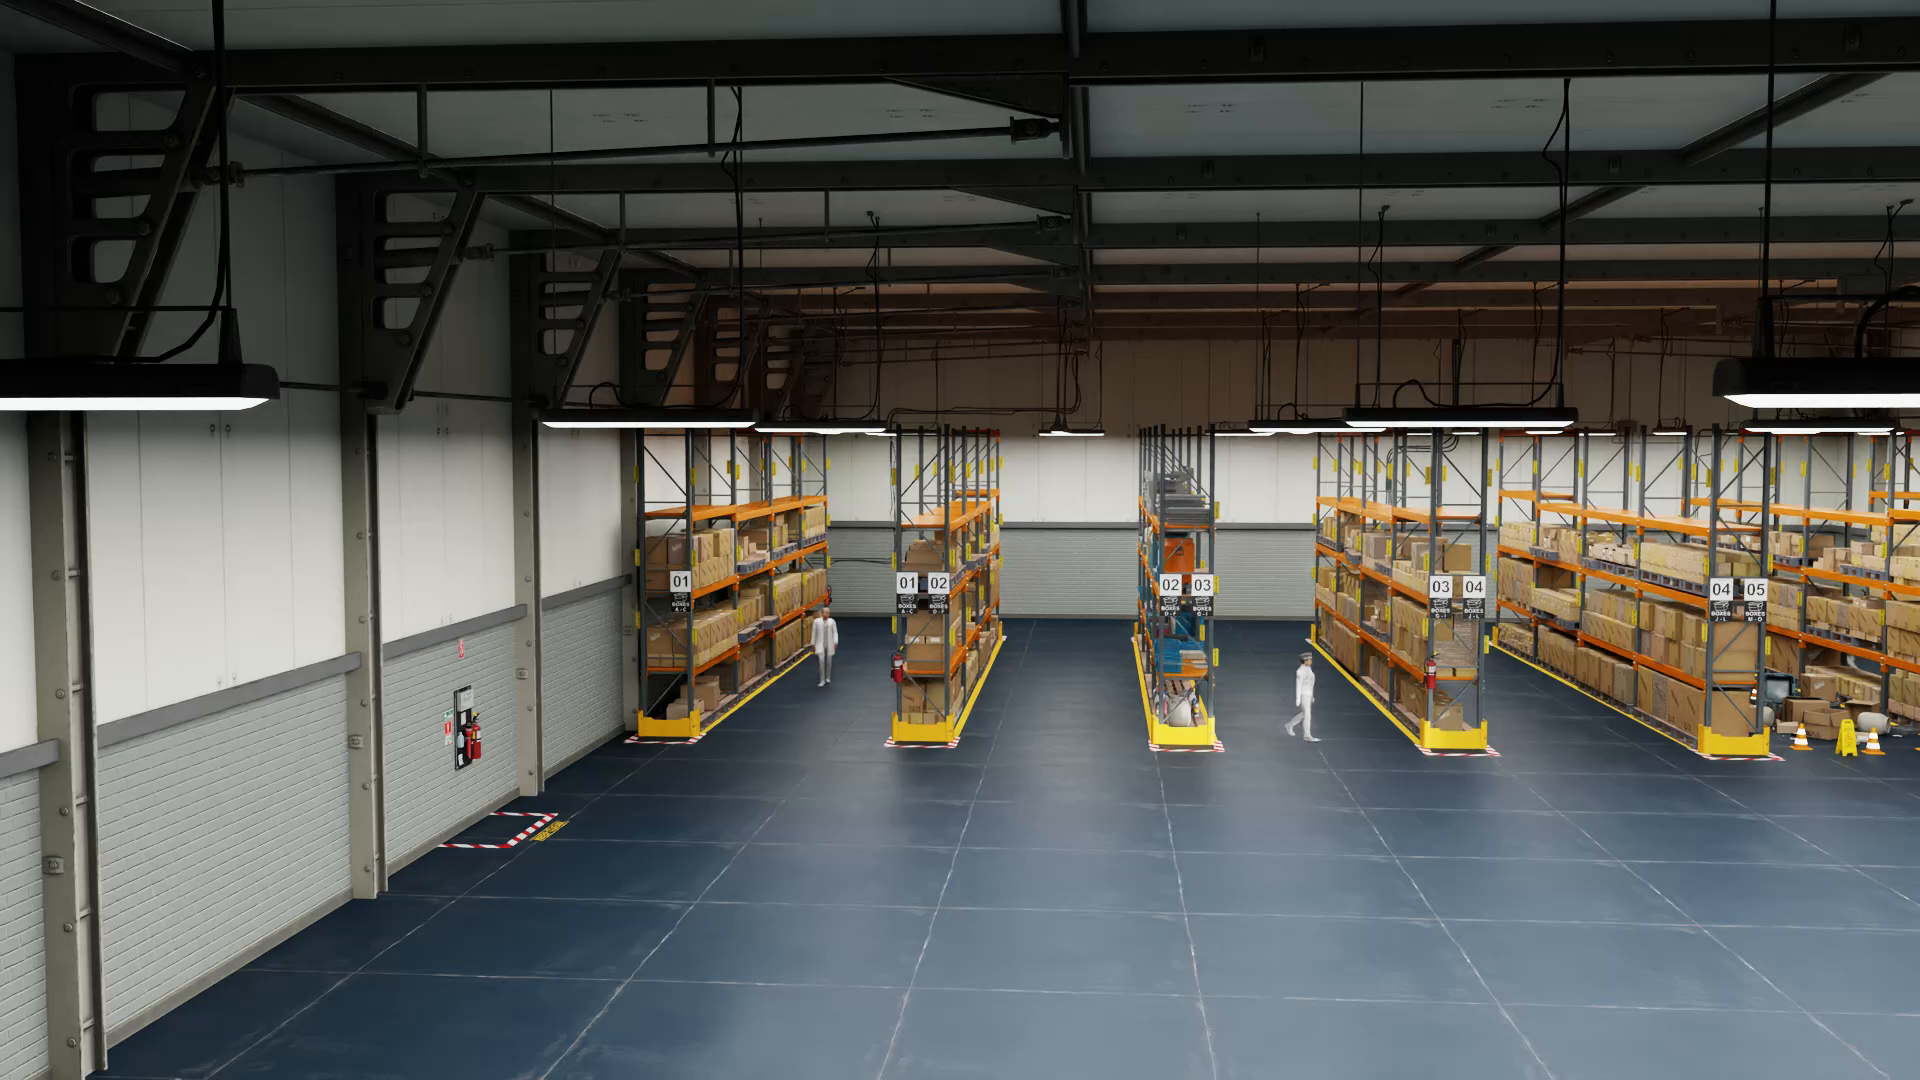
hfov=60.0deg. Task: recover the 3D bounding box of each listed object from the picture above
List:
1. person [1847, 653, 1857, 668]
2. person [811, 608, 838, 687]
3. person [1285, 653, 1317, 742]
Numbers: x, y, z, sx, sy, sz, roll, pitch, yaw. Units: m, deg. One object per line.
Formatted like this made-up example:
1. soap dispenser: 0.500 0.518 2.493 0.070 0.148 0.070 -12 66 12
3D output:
1. person: 21.571 2.473 40.216 0.516 1.623 0.616 -1 4 -14
2. person: -3.134 2.498 38.819 0.617 1.813 0.756 -1 4 -19
3. person: 6.511 2.962 31.649 0.714 1.657 0.495 2 4 30
